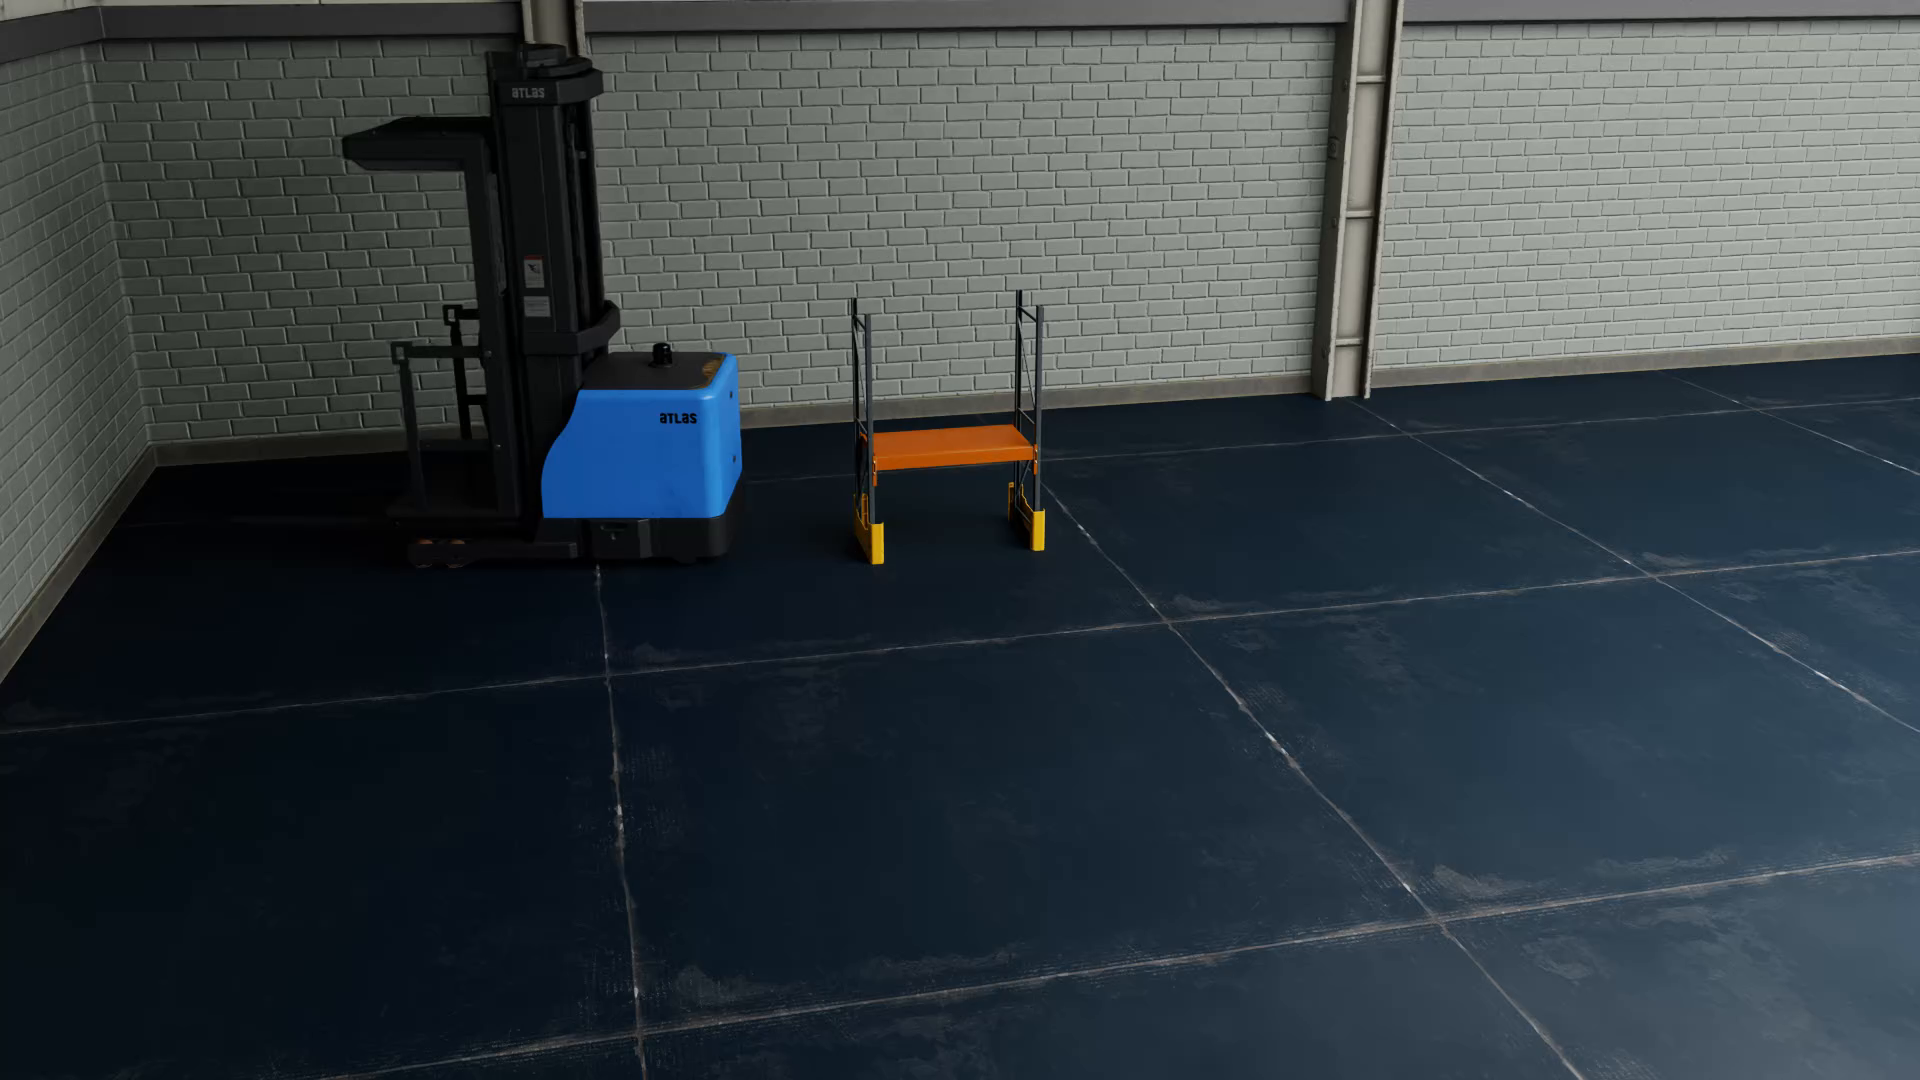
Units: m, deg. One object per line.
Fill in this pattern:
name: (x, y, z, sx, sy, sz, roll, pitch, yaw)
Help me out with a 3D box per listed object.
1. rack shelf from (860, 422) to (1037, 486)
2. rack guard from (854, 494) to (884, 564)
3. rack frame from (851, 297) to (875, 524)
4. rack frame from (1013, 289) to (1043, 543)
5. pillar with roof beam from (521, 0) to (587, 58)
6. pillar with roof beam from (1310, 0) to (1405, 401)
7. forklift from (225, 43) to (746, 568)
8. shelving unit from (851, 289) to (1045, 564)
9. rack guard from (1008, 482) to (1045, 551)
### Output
rack shelf: (-0.083, -0.529, 10.100, 1.000, 0.185, 0.538, -5, 21, -12)
rack guard: (-0.559, -0.072, 10.148, 0.087, 0.250, 0.587, -5, 21, -12)
rack frame: (-0.578, -0.657, 9.928, 0.032, 1.500, 0.500, -5, 21, -12)
rack frame: (0.412, -0.738, 10.148, 0.032, 1.500, 0.500, -5, 21, -12)
pillar with roof beam: (-1.757, -3.496, 6.776, 0.400, 9.000, 9.100, -5, 21, -12)
pillar with roof beam: (4.082, -3.971, 8.072, 0.400, 9.000, 9.100, -5, 21, -12)
forklift: (-2.897, -1.391, 9.851, 3.031, 2.935, 1.130, 0, 20, 0)
shelving unit: (-0.074, -0.698, 10.040, 1.083, 1.500, 0.587, -5, 21, -12)
rack guard: (0.410, -0.151, 10.363, 0.087, 0.250, 0.587, -5, 21, -12)
